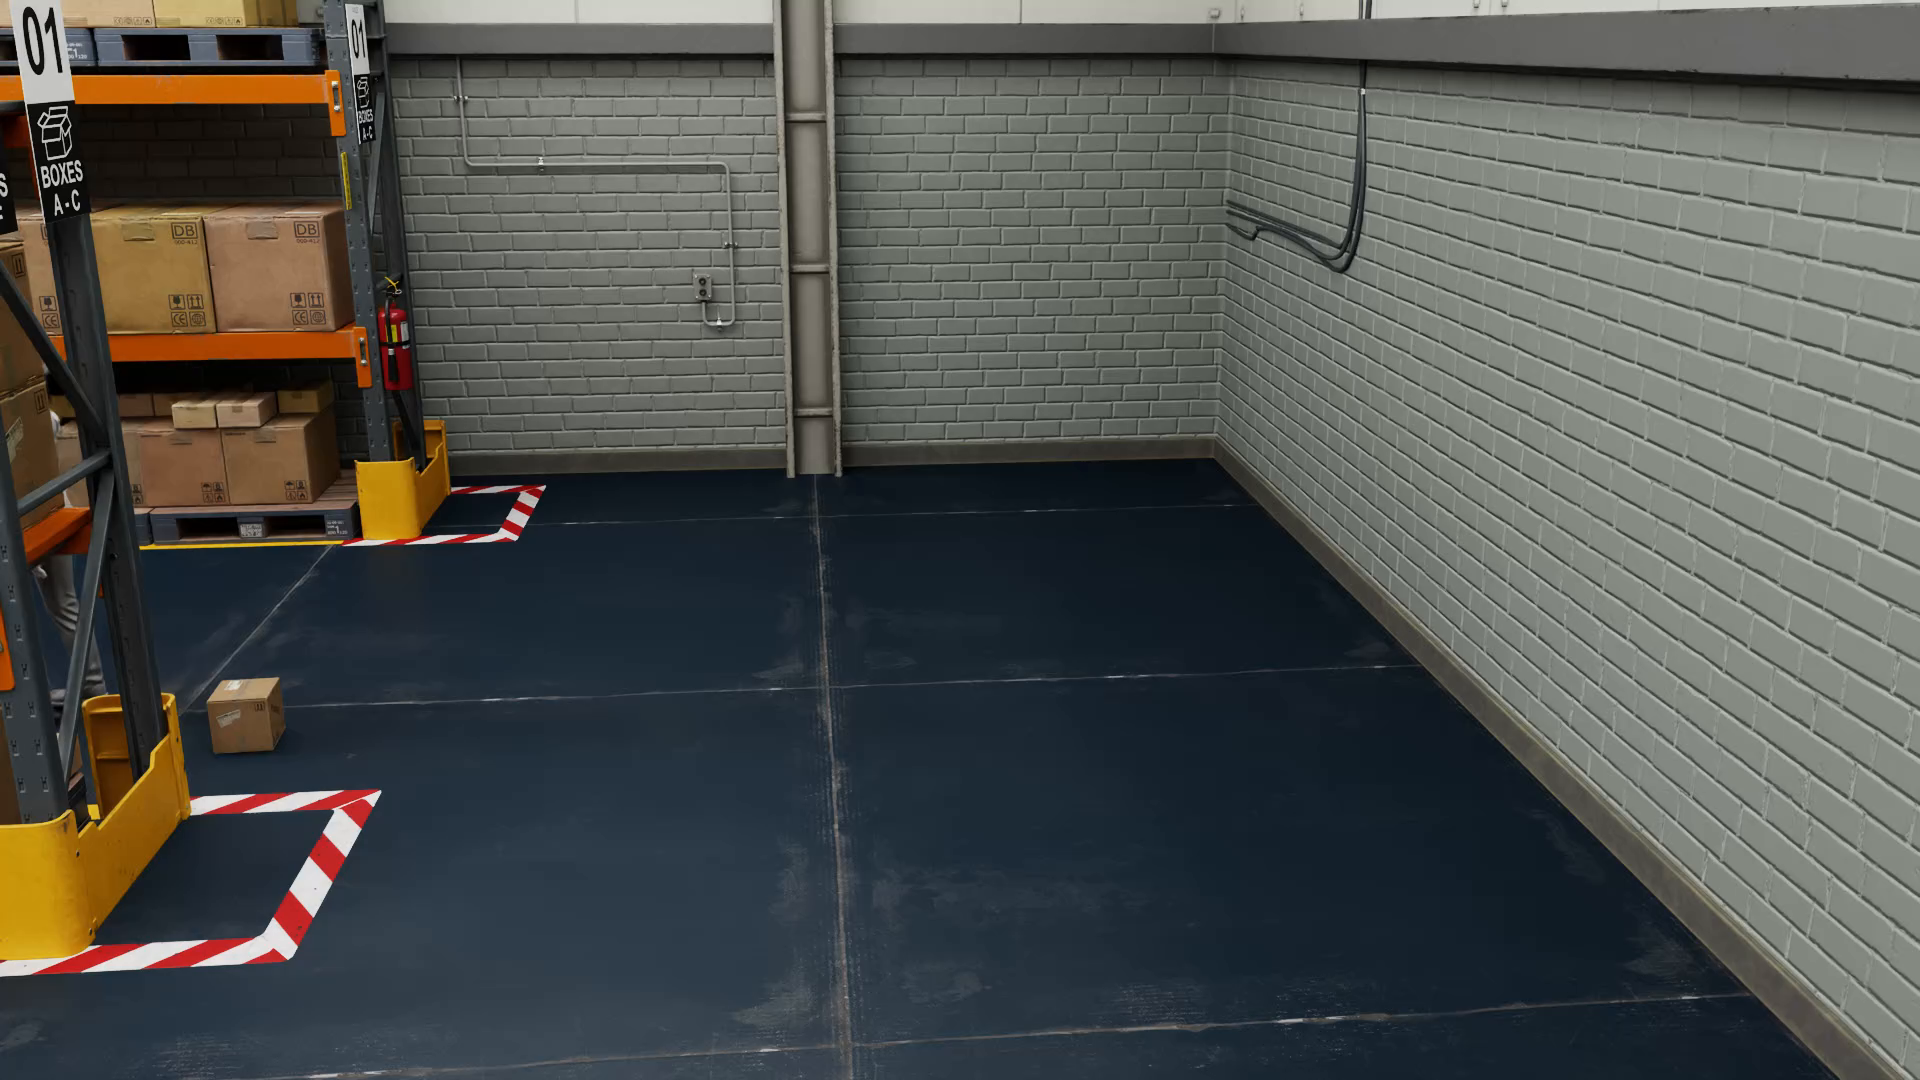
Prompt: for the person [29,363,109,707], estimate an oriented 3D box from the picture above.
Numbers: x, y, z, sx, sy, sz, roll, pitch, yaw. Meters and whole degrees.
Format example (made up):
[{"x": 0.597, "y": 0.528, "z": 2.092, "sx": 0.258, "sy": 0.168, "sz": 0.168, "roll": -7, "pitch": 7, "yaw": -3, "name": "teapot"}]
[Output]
[{"x": -4.223, "y": -0.007, "z": 7.531, "sx": 0.467, "sy": 1.739, "sz": 0.483, "roll": 0, "pitch": 17, "yaw": 0, "name": "person"}]
